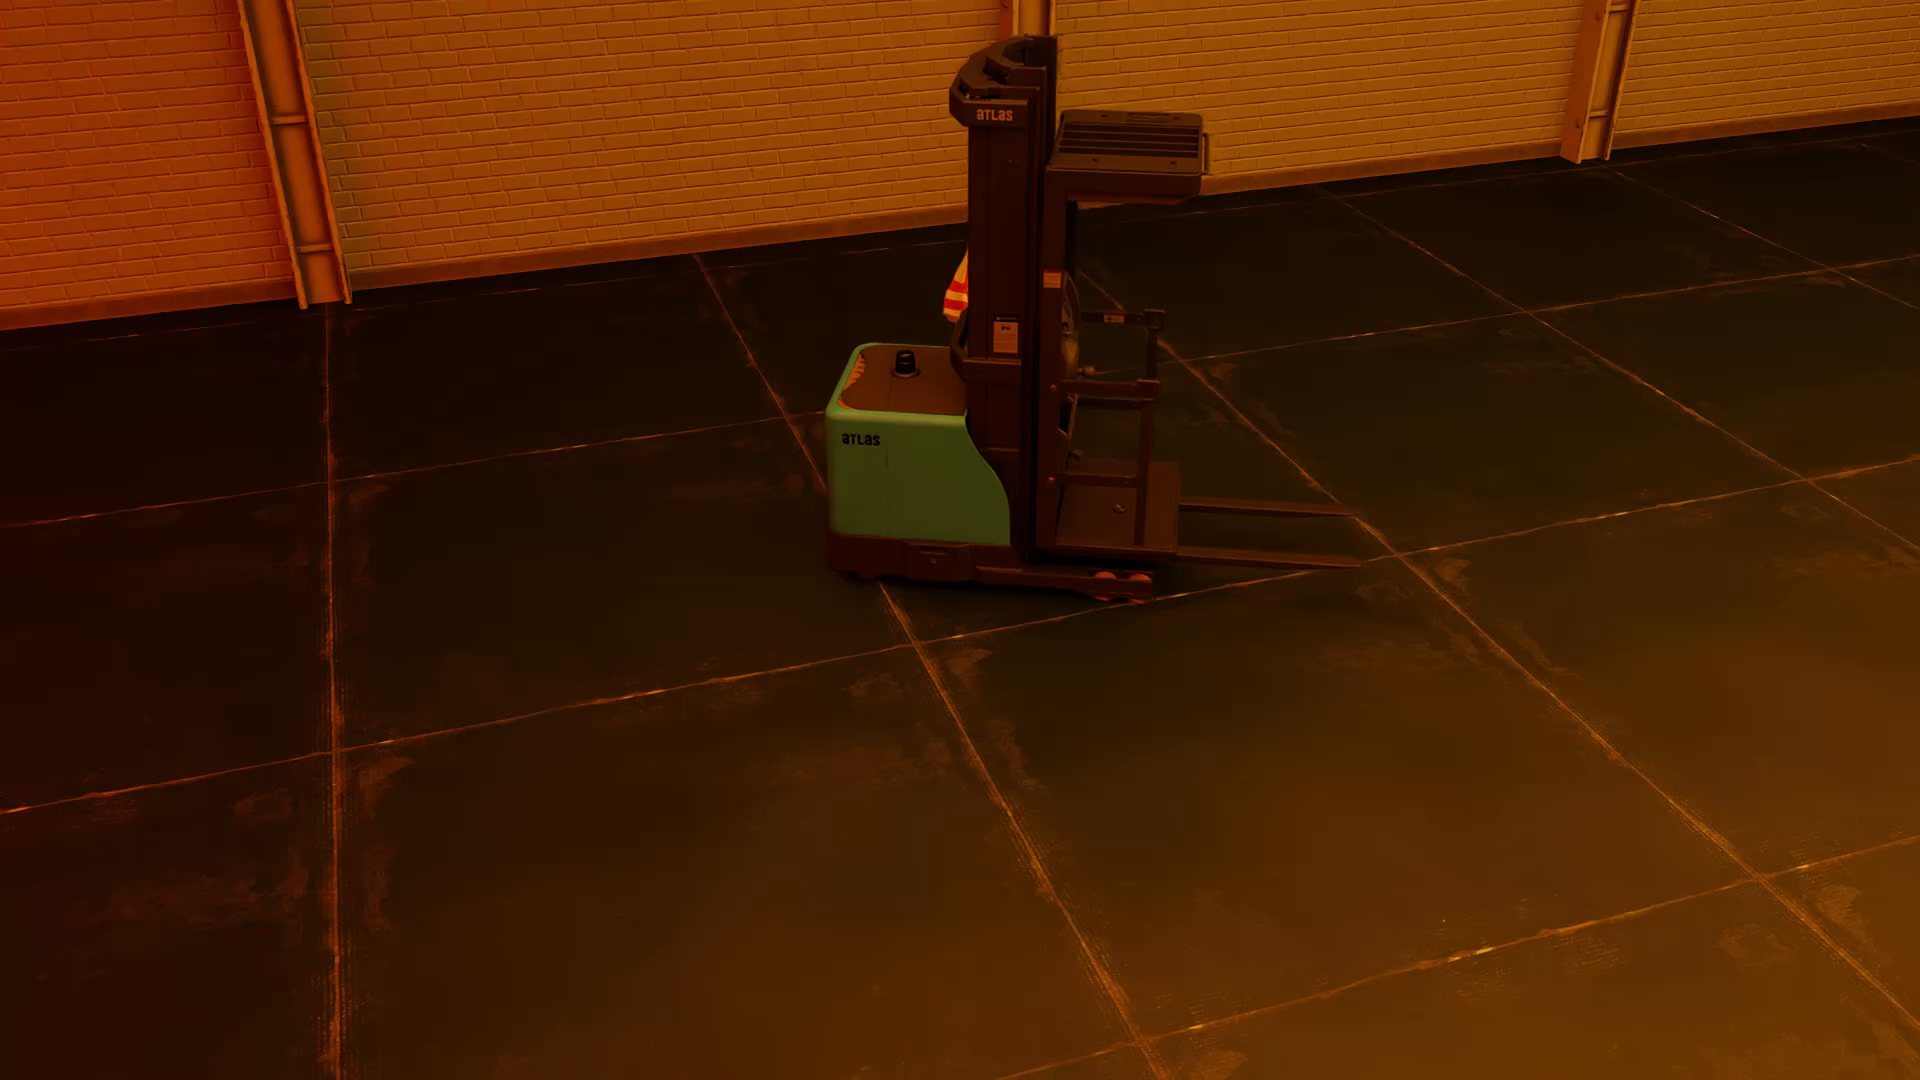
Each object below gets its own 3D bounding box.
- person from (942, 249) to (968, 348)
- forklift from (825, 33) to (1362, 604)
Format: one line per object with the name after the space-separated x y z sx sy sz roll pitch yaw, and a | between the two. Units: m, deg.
0.416 -1.503 11.136 1.112 1.555 0.938 -18 35 -28 | person
0.796 -1.194 9.162 3.031 2.935 1.130 4 30 7 | forklift
